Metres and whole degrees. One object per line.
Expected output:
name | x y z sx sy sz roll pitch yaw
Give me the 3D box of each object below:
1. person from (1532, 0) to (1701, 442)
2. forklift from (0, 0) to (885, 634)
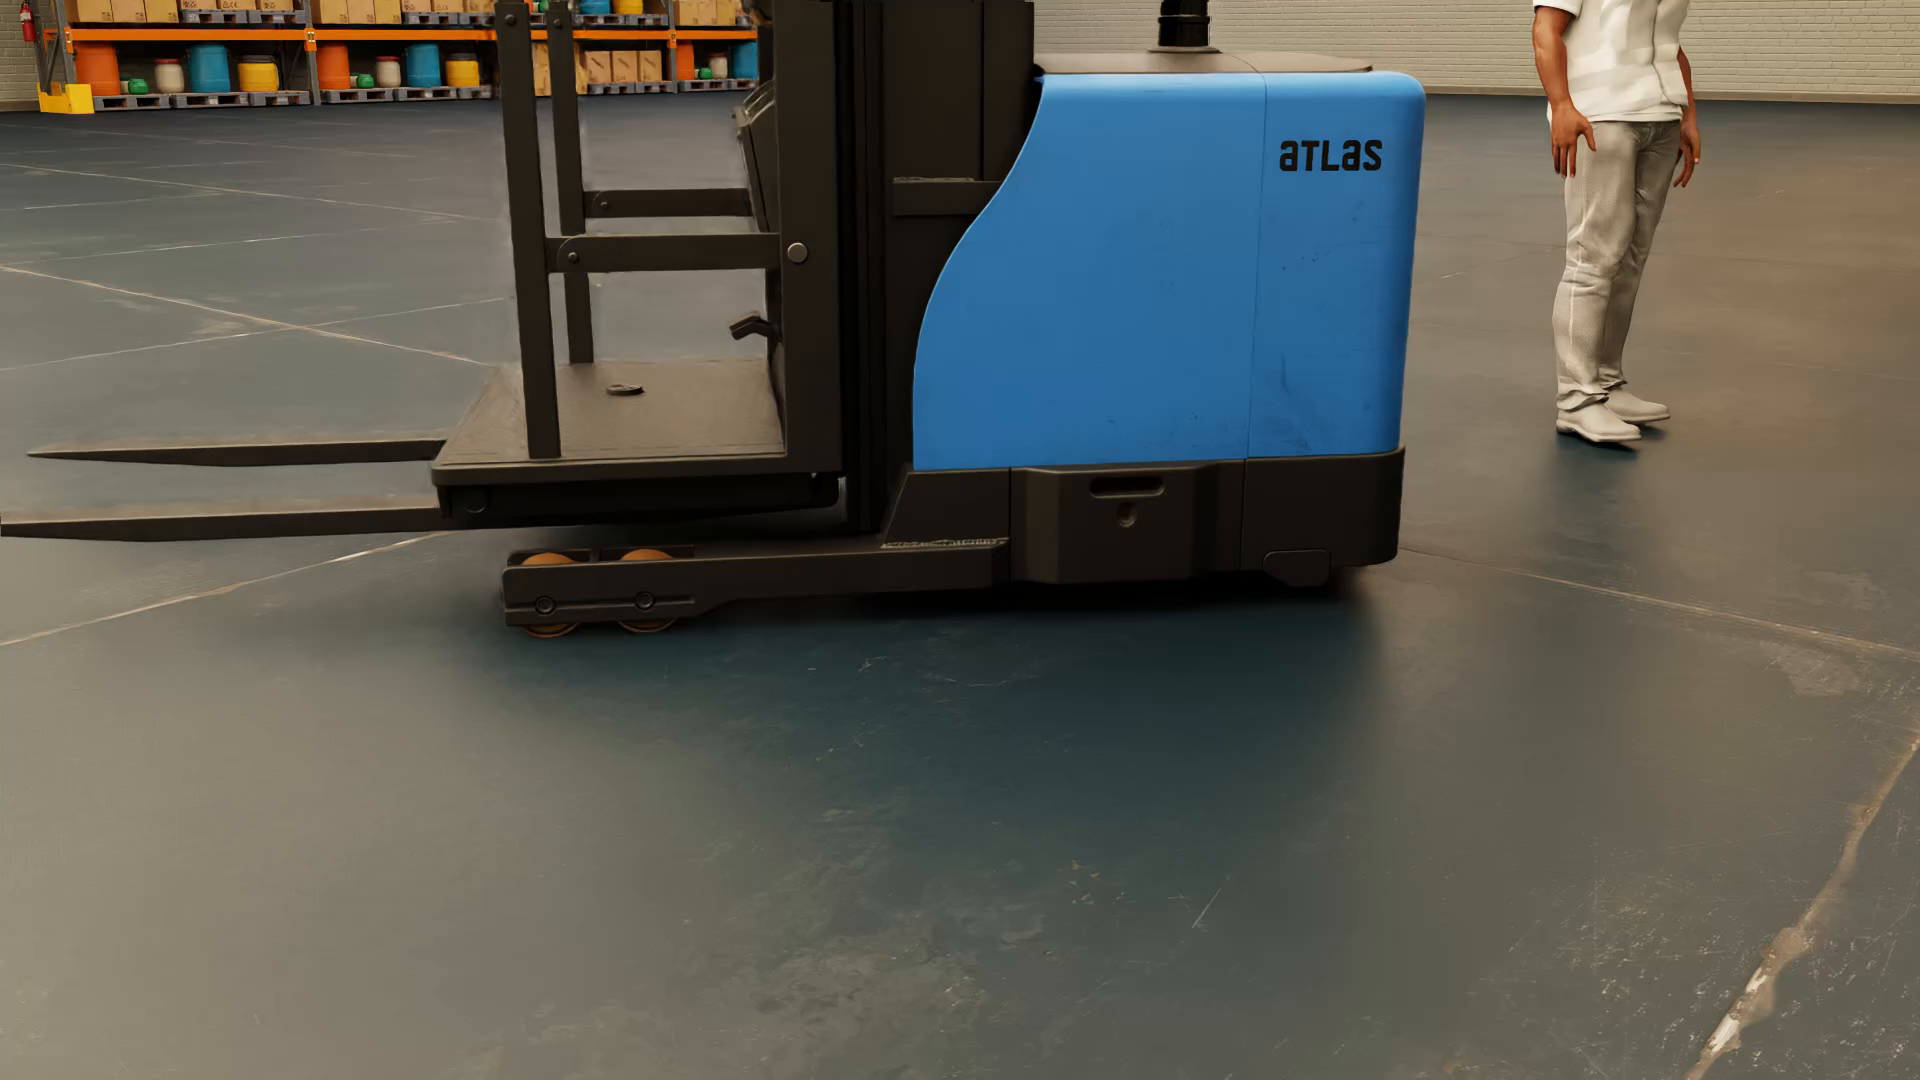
person | 1.999 -1.216 4.883 0.666 1.765 0.578 -11 20 -32
forklift | -0.615 -1.372 3.417 3.031 2.935 1.121 -2 17 -8
